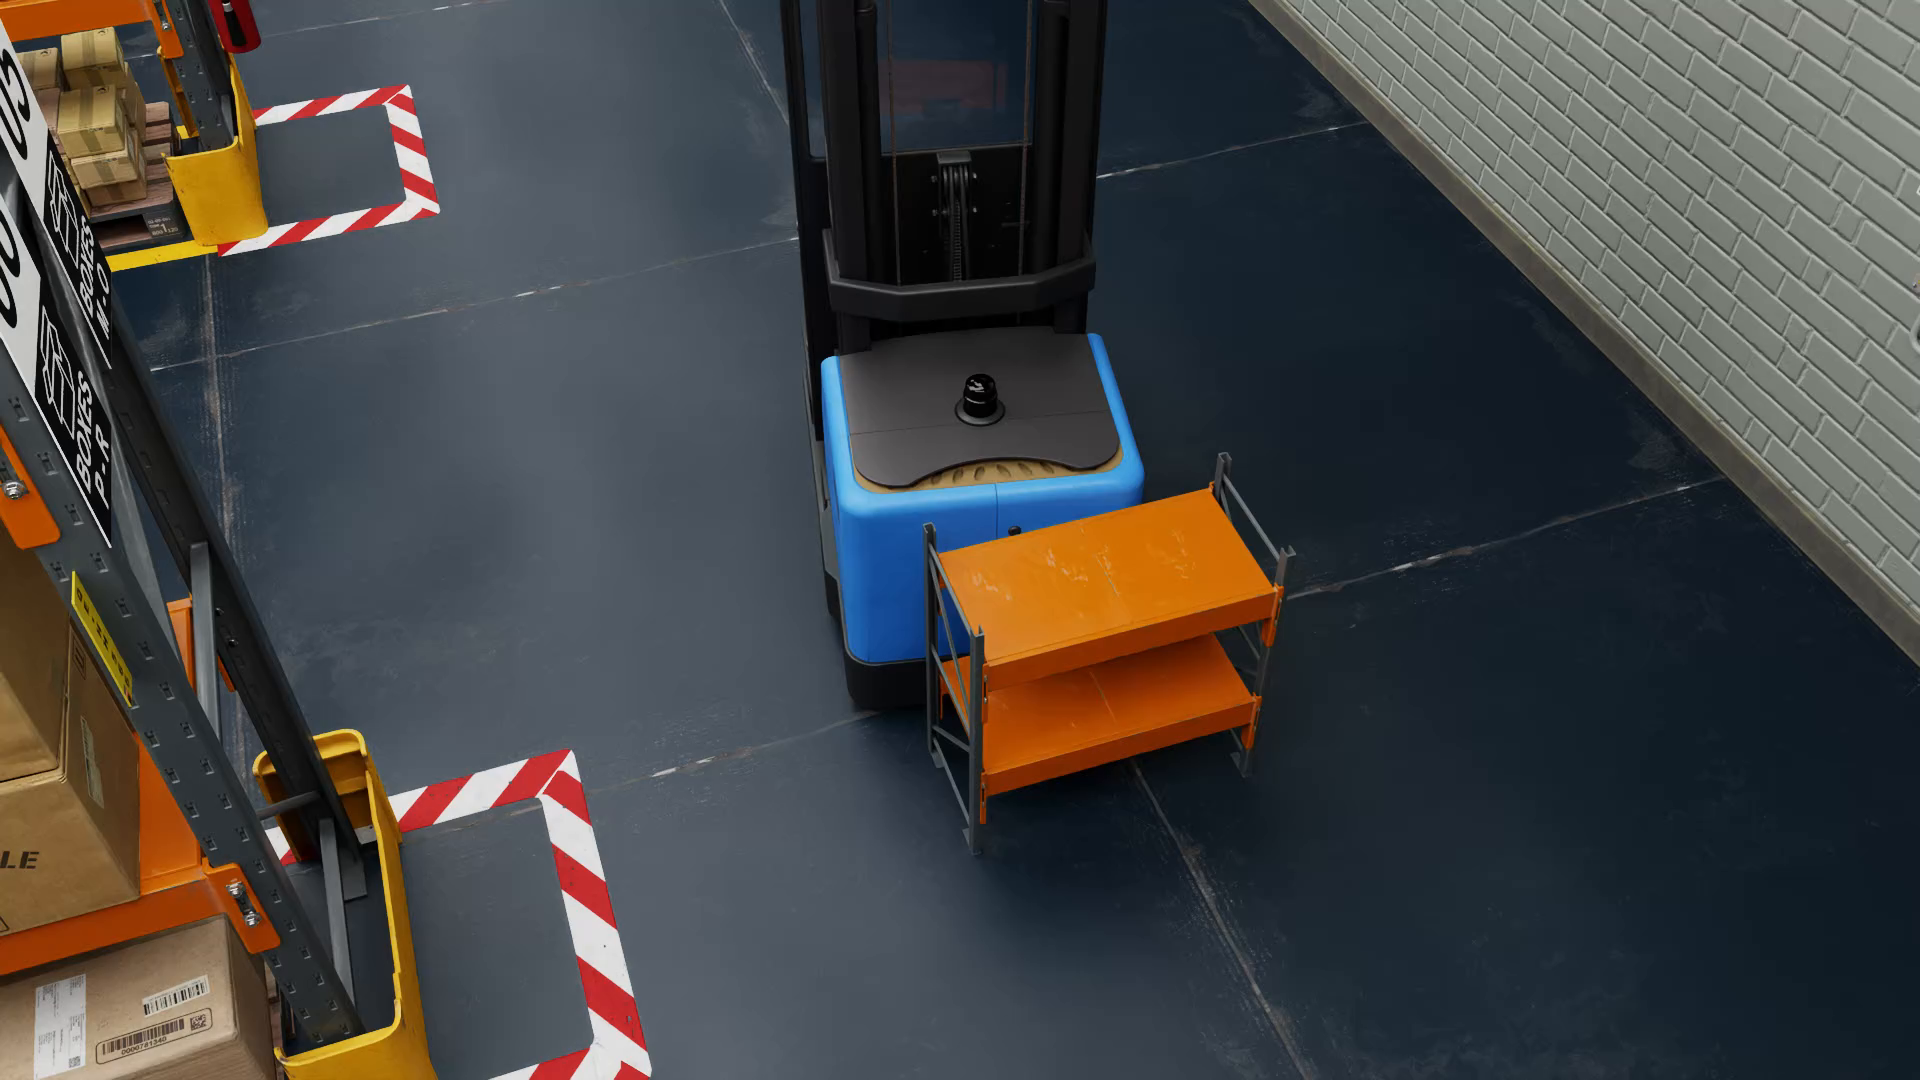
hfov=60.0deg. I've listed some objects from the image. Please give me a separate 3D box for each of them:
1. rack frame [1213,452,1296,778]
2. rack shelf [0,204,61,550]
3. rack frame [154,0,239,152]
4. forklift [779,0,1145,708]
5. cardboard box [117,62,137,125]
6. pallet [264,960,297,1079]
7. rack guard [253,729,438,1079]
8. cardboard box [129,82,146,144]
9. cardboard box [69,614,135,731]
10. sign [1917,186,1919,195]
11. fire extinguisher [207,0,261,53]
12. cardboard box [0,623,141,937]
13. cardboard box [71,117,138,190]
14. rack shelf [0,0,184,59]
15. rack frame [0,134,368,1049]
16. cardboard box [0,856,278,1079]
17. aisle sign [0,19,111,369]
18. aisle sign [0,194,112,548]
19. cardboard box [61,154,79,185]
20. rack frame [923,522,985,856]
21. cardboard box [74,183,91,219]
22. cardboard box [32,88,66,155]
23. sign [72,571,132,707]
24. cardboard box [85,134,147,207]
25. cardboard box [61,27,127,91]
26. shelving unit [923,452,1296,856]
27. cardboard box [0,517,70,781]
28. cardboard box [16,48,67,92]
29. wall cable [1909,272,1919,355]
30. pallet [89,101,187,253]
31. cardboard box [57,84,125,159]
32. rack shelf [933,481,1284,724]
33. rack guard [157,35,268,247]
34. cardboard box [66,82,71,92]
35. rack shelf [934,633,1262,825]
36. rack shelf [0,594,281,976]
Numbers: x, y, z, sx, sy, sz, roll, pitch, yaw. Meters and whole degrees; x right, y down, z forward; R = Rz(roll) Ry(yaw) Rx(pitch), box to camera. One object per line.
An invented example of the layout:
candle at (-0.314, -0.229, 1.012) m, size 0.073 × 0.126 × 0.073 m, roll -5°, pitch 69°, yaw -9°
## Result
rack frame at (0.940, 0.278, 5.679) m, size 0.032 × 1.125 × 0.500 m, roll -14°, pitch 47°, yaw -13°
rack shelf at (-3.826, 0.010, 3.012) m, size 4.000 × 0.370 × 1.077 m, roll -14°, pitch 47°, yaw -14°
rack frame at (-3.721, -2.939, 7.562) m, size 0.127 × 3.000 × 1.000 m, roll -14°, pitch 47°, yaw -14°
forklift at (-0.088, -1.476, 6.152) m, size 1.130 × 2.935 × 3.031 m, roll -6°, pitch 45°, yaw -6°
cardboard box at (-4.301, -2.231, 8.362) m, size 0.250 × 0.149 × 0.380 m, roll -13°, pitch 46°, yaw -12°
pallet at (-2.670, 1.563, 5.043) m, size 1.213 × 0.211 × 1.003 m, roll -14°, pitch 47°, yaw -14°
rack guard at (-1.922, 1.211, 5.190) m, size 0.348 × 0.500 × 1.175 m, roll -14°, pitch 47°, yaw -14°
cardboard box at (-4.322, -2.168, 8.509) m, size 0.250 × 0.149 × 0.380 m, roll -13°, pitch 47°, yaw -13°
cardboard box at (-2.494, 0.223, 4.339) m, size 0.500 × 0.500 × 0.500 m, roll -15°, pitch 47°, yaw -14°
sign at (3.392, -1.179, 5.617) m, size 0.001 × 0.218 × 0.327 m, roll -14°, pitch 47°, yaw -14°
fire extinguisher at (-3.327, -2.533, 7.475) m, size 0.183 × 0.674 × 0.296 m, roll -14°, pitch 47°, yaw -14°
cardboard box at (-2.309, 0.591, 3.972) m, size 0.500 × 0.500 × 0.500 m, roll -14°, pitch 47°, yaw -14°
cardboard box at (-4.120, -1.869, 8.001) m, size 0.250 × 0.149 × 0.380 m, roll -16°, pitch 47°, yaw -15°
rack shelf at (-5.602, -2.204, 7.337) m, size 4.000 × 0.370 × 1.077 m, roll -14°, pitch 47°, yaw -14°
rack frame at (-1.945, 0.334, 4.299) m, size 0.127 × 3.000 × 1.000 m, roll -14°, pitch 47°, yaw -14°
cardboard box at (-2.532, 1.316, 4.833) m, size 0.875 × 0.438 × 0.875 m, roll -16°, pitch 47°, yaw -15°
aisle sign at (-1.976, -0.794, 3.588) m, size 0.004 × 0.787 × 0.394 m, roll -14°, pitch 47°, yaw -14°
aisle sign at (-1.772, -0.394, 3.190) m, size 0.004 × 0.787 × 0.394 m, roll -14°, pitch 47°, yaw -14°
cardboard box at (-4.384, -1.842, 7.974) m, size 0.250 × 0.149 × 0.380 m, roll -15°, pitch 47°, yaw -15°
rack frame at (-0.022, 0.511, 5.447) m, size 0.032 × 1.125 × 0.500 m, roll -14°, pitch 47°, yaw -13°
cardboard box at (-4.352, -1.686, 8.029) m, size 0.250 × 0.149 × 0.380 m, roll -13°, pitch 47°, yaw -13°
cardboard box at (-4.388, -1.973, 7.895) m, size 0.250 × 0.149 × 0.380 m, roll -13°, pitch 47°, yaw -13°
sign at (-1.774, 0.207, 3.441) m, size 0.005 × 0.325 × 0.100 m, roll -14°, pitch 47°, yaw -14°
cardboard box at (-4.145, -1.815, 8.158) m, size 0.250 × 0.149 × 0.380 m, roll -14°, pitch 47°, yaw -13°
cardboard box at (-4.329, -2.391, 8.312) m, size 0.250 × 0.149 × 0.380 m, roll -16°, pitch 47°, yaw -16°
shelving unit at (0.459, 0.395, 5.563) m, size 1.048 × 1.125 × 0.538 m, roll -14°, pitch 47°, yaw -13°
cardboard box at (-2.317, 0.221, 3.636) m, size 0.500 × 0.500 × 0.500 m, roll -13°, pitch 47°, yaw -13°
cardboard box at (-4.547, -2.245, 8.166) m, size 0.250 × 0.149 × 0.380 m, roll -14°, pitch 47°, yaw -13°
wall cable at (3.351, -1.407, 5.295) m, size 0.123 × 1.953 × 0.585 m, roll -14°, pitch 47°, yaw -14°
pallet at (-4.568, -1.765, 8.360) m, size 1.213 × 0.211 × 1.003 m, roll -14°, pitch 47°, yaw -14°
cardboard box at (-4.132, -1.995, 7.917) m, size 0.250 × 0.149 × 0.380 m, roll -14°, pitch 47°, yaw -13°
rack shelf at (0.459, 0.188, 5.355) m, size 1.000 × 0.278 × 0.538 m, roll -14°, pitch 47°, yaw -13°
rack guard at (-3.792, -2.038, 8.429) m, size 0.348 × 0.500 × 1.175 m, roll -14°, pitch 47°, yaw -14°
cardboard box at (-4.577, -2.203, 8.334) m, size 0.250 × 0.149 × 0.380 m, roll -15°, pitch 47°, yaw -14°
rack shelf at (0.459, 0.567, 5.736) m, size 1.000 × 0.278 × 0.538 m, roll -14°, pitch 47°, yaw -13°
rack shelf at (-3.826, 1.069, 4.074) m, size 4.000 × 0.370 × 1.077 m, roll -14°, pitch 47°, yaw -14°
